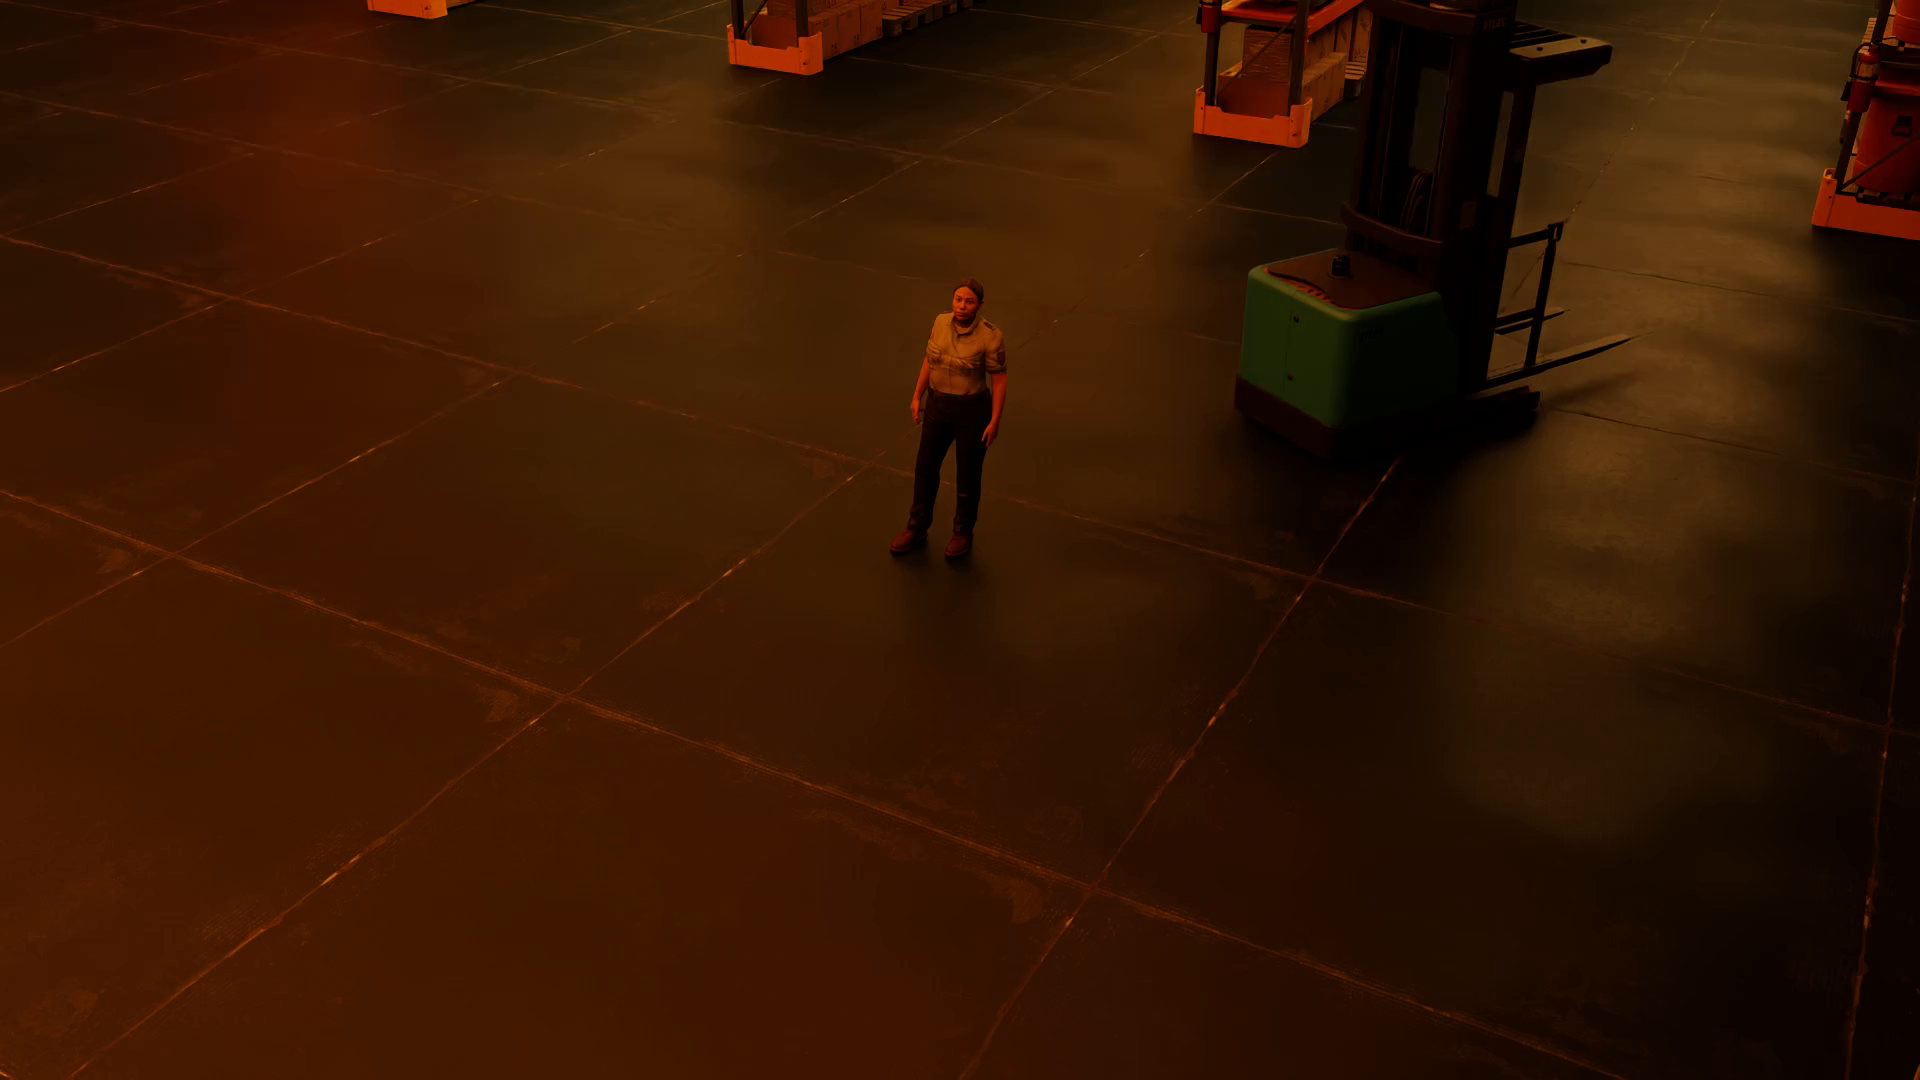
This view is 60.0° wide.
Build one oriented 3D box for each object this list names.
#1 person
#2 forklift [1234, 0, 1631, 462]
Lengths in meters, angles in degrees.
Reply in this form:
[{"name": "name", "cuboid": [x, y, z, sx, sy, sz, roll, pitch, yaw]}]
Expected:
[{"name": "person", "cuboid": [-0.063, -0.687, 9.529, 0.598, 1.651, 0.503, 15, 33, 25]}, {"name": "forklift", "cuboid": [3.417, -2.308, 11.070, 3.031, 2.935, 1.130, -17, 34, -26]}]
